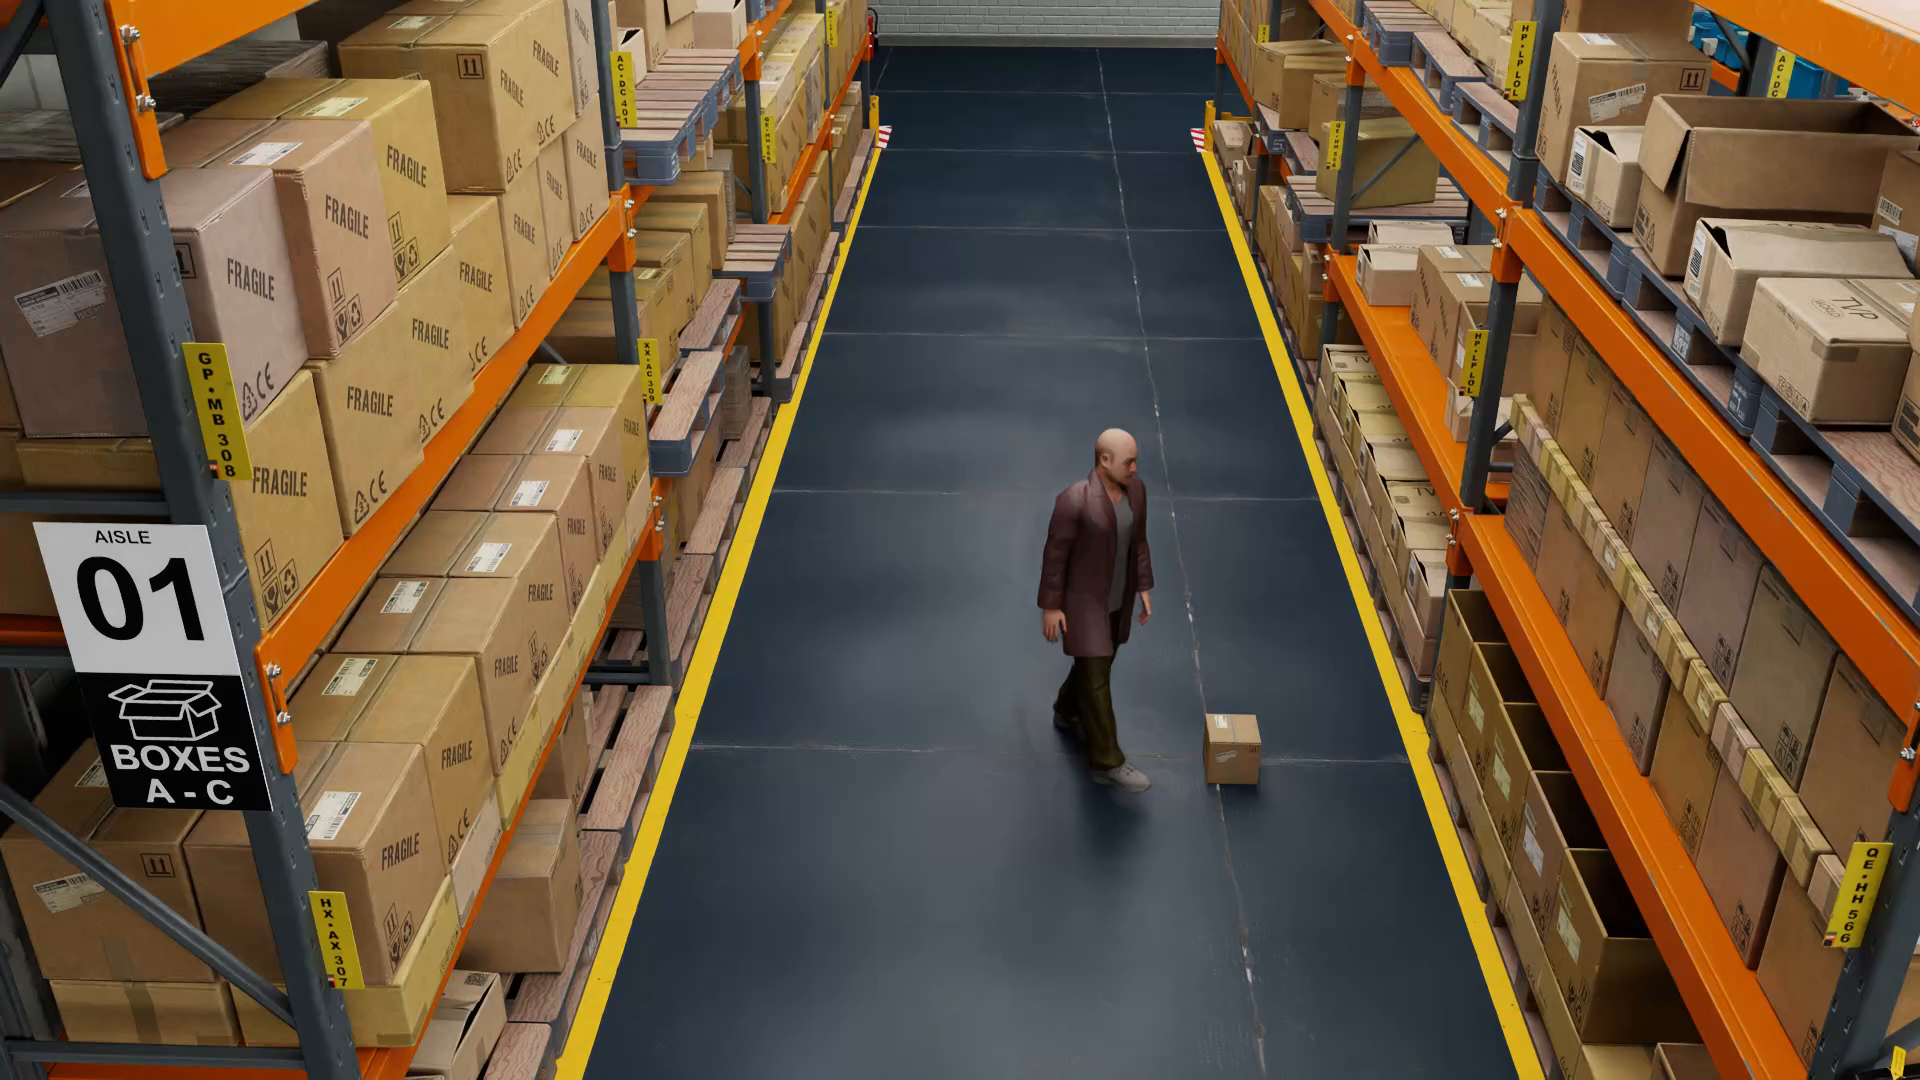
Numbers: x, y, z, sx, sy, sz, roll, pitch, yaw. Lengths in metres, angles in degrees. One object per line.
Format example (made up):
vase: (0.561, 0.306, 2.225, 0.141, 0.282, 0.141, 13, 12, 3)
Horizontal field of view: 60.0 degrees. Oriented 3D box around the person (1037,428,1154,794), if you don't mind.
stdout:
person: (0.737, 0.320, 7.987, 0.615, 1.751, 0.854, -22, 35, -35)
